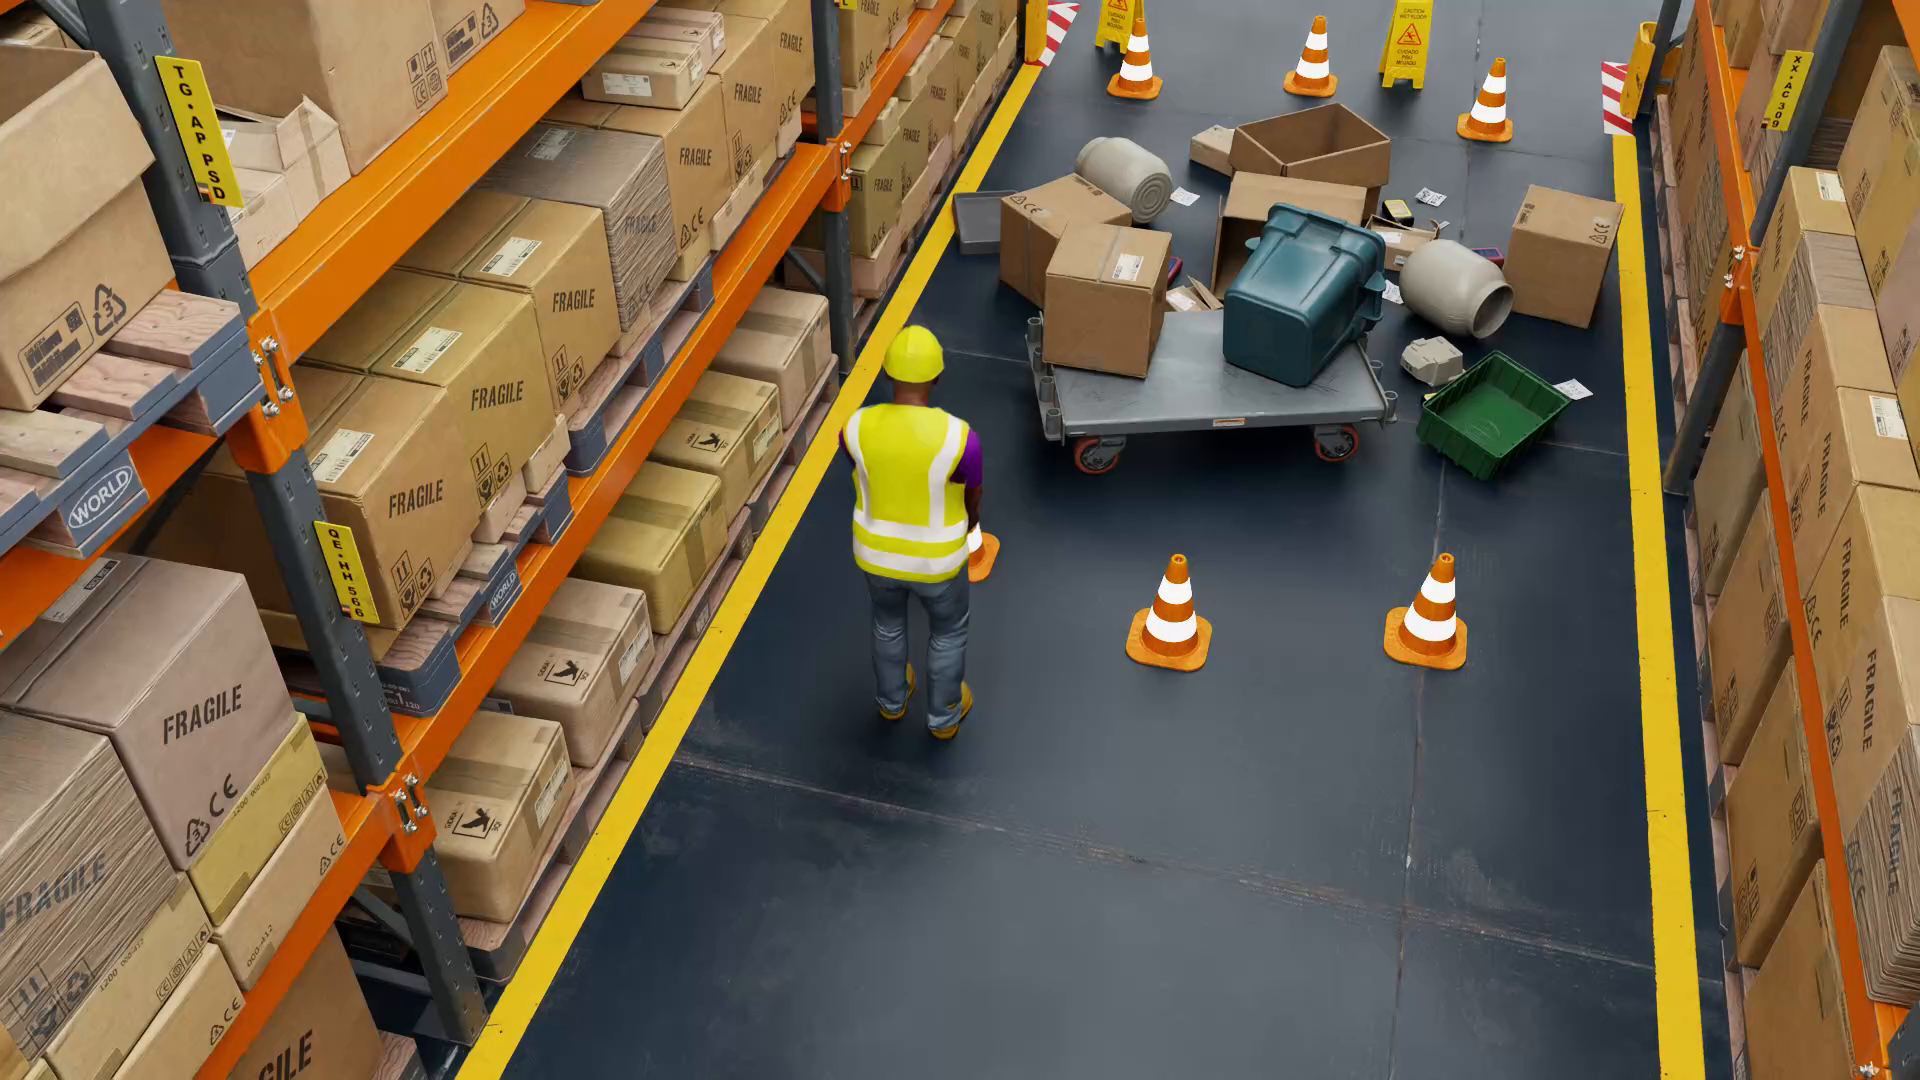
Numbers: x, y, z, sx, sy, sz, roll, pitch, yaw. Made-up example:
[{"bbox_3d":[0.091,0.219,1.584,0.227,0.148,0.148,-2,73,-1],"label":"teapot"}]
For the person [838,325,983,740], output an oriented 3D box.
[{"bbox_3d":[-0.162,-0.027,6.187,0.503,1.743,0.591,9,42,11],"label":"person"}]
